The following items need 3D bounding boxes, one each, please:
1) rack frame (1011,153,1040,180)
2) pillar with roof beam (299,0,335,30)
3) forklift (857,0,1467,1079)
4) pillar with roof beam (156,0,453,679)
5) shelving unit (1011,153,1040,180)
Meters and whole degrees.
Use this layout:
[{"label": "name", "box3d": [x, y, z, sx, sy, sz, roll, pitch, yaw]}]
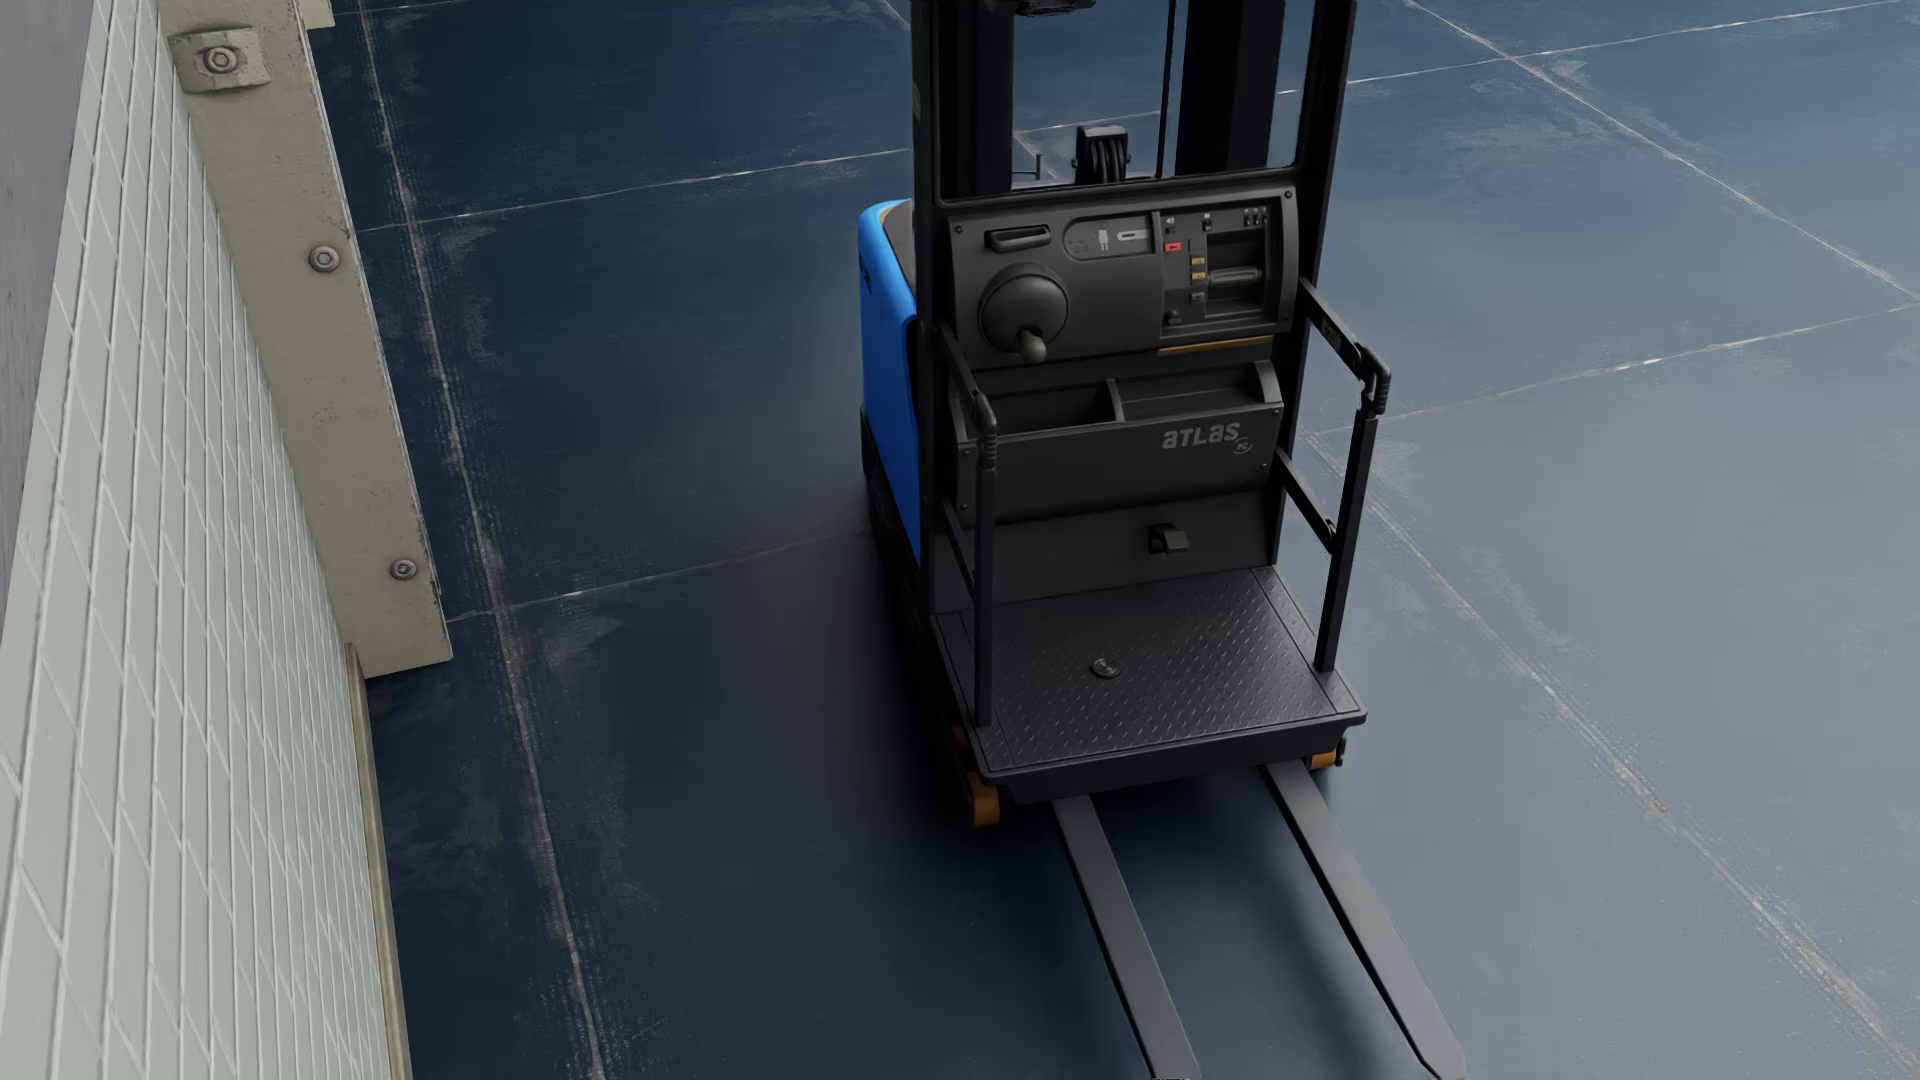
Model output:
[{"label": "rack frame", "box3d": [0.185, -0.934, 6.110, 0.200, 1.050, 0.008, 3, 38, 5]}, {"label": "pillar with roof beam", "box3d": [0.164, -7.580, 8.333, 9.100, 9.000, 0.400, -12, 39, -16]}, {"label": "forklift", "box3d": [0.481, -0.617, 4.133, 1.130, 2.935, 3.031, -8, 38, -10]}, {"label": "pillar with roof beam", "box3d": [2.229, -4.190, 3.833, 9.100, 9.000, 0.400, -12, 39, -16]}, {"label": "shelving unit", "box3d": [0.172, -0.860, 6.014, 0.215, 1.050, 0.252, 3, 38, 5]}]
